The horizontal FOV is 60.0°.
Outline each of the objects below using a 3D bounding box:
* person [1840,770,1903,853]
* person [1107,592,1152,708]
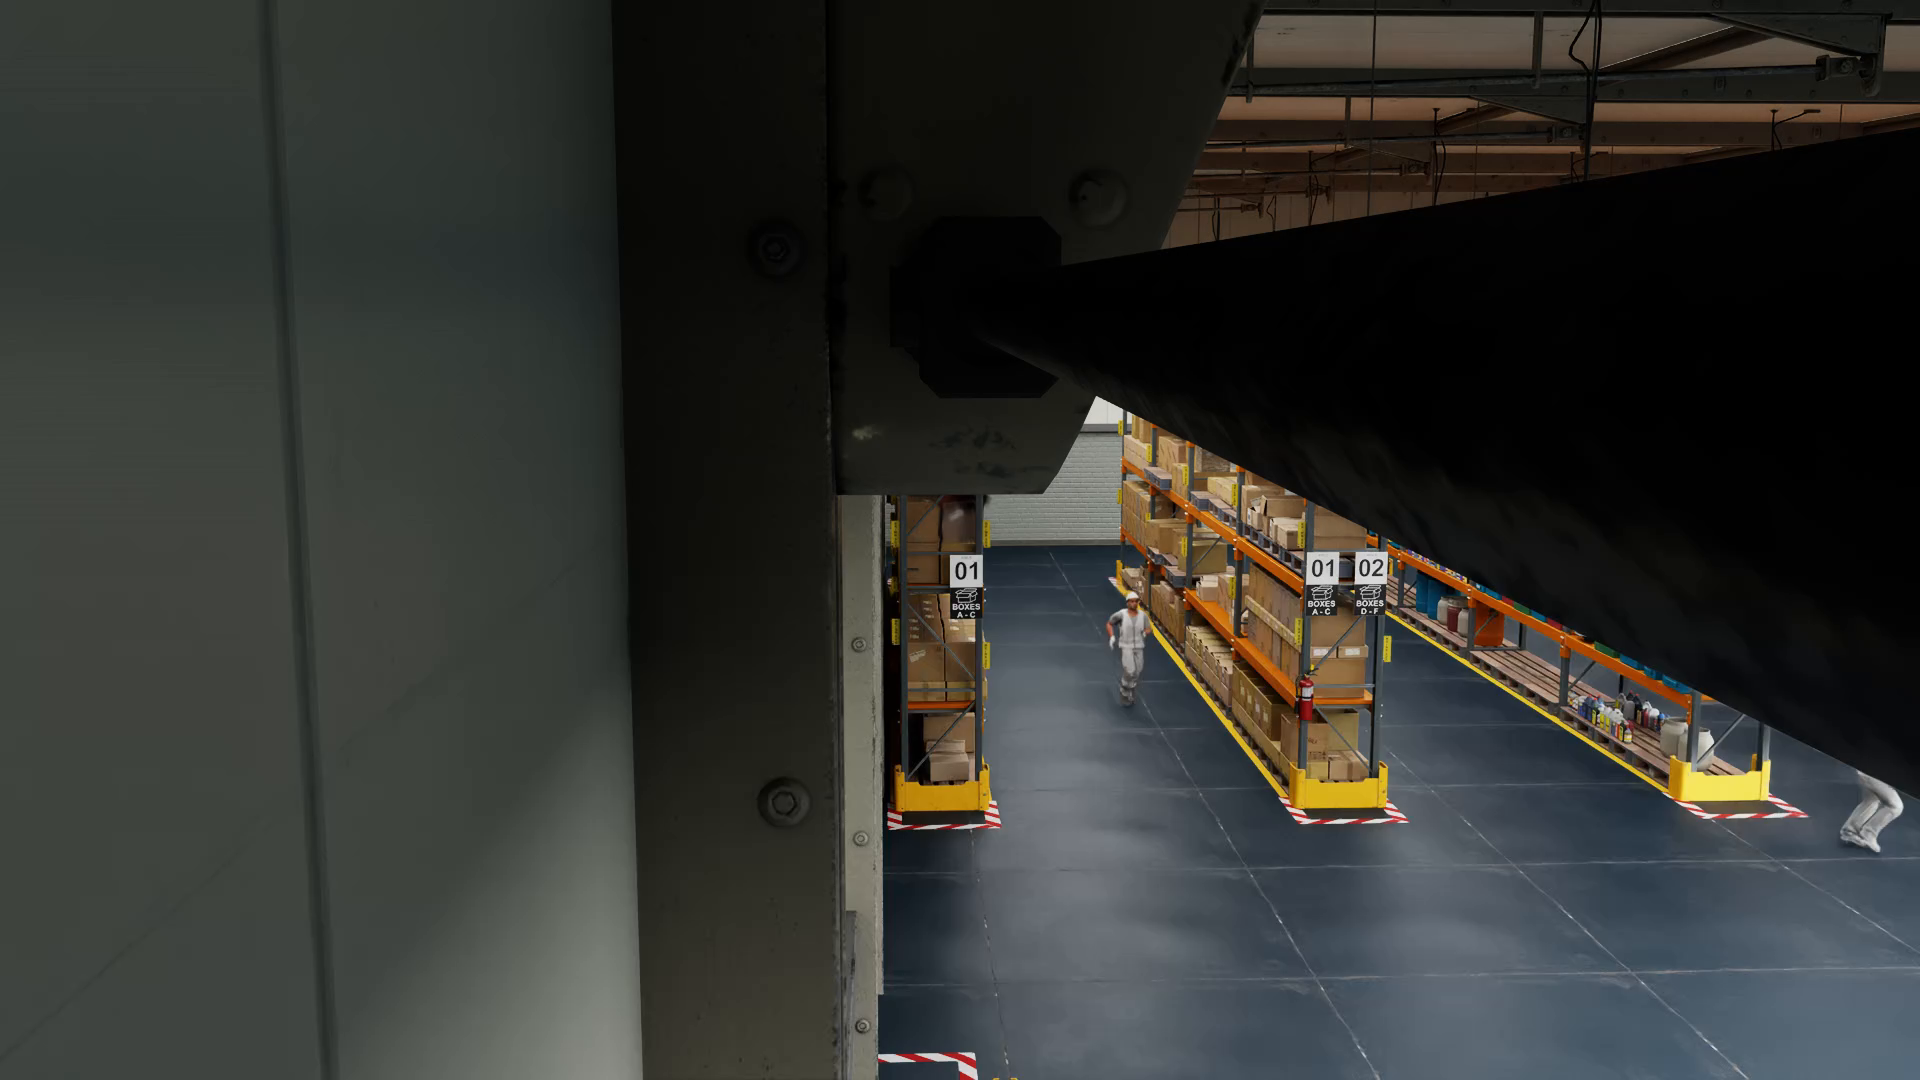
[{"bbox_3d":[10.481,2.682,19.003,0.663,1.781,0.650,5,10,32],"label":"person"},{"bbox_3d":[2.639,1.690,25.553,0.641,1.784,0.701,-2,9,-15],"label":"person"}]
